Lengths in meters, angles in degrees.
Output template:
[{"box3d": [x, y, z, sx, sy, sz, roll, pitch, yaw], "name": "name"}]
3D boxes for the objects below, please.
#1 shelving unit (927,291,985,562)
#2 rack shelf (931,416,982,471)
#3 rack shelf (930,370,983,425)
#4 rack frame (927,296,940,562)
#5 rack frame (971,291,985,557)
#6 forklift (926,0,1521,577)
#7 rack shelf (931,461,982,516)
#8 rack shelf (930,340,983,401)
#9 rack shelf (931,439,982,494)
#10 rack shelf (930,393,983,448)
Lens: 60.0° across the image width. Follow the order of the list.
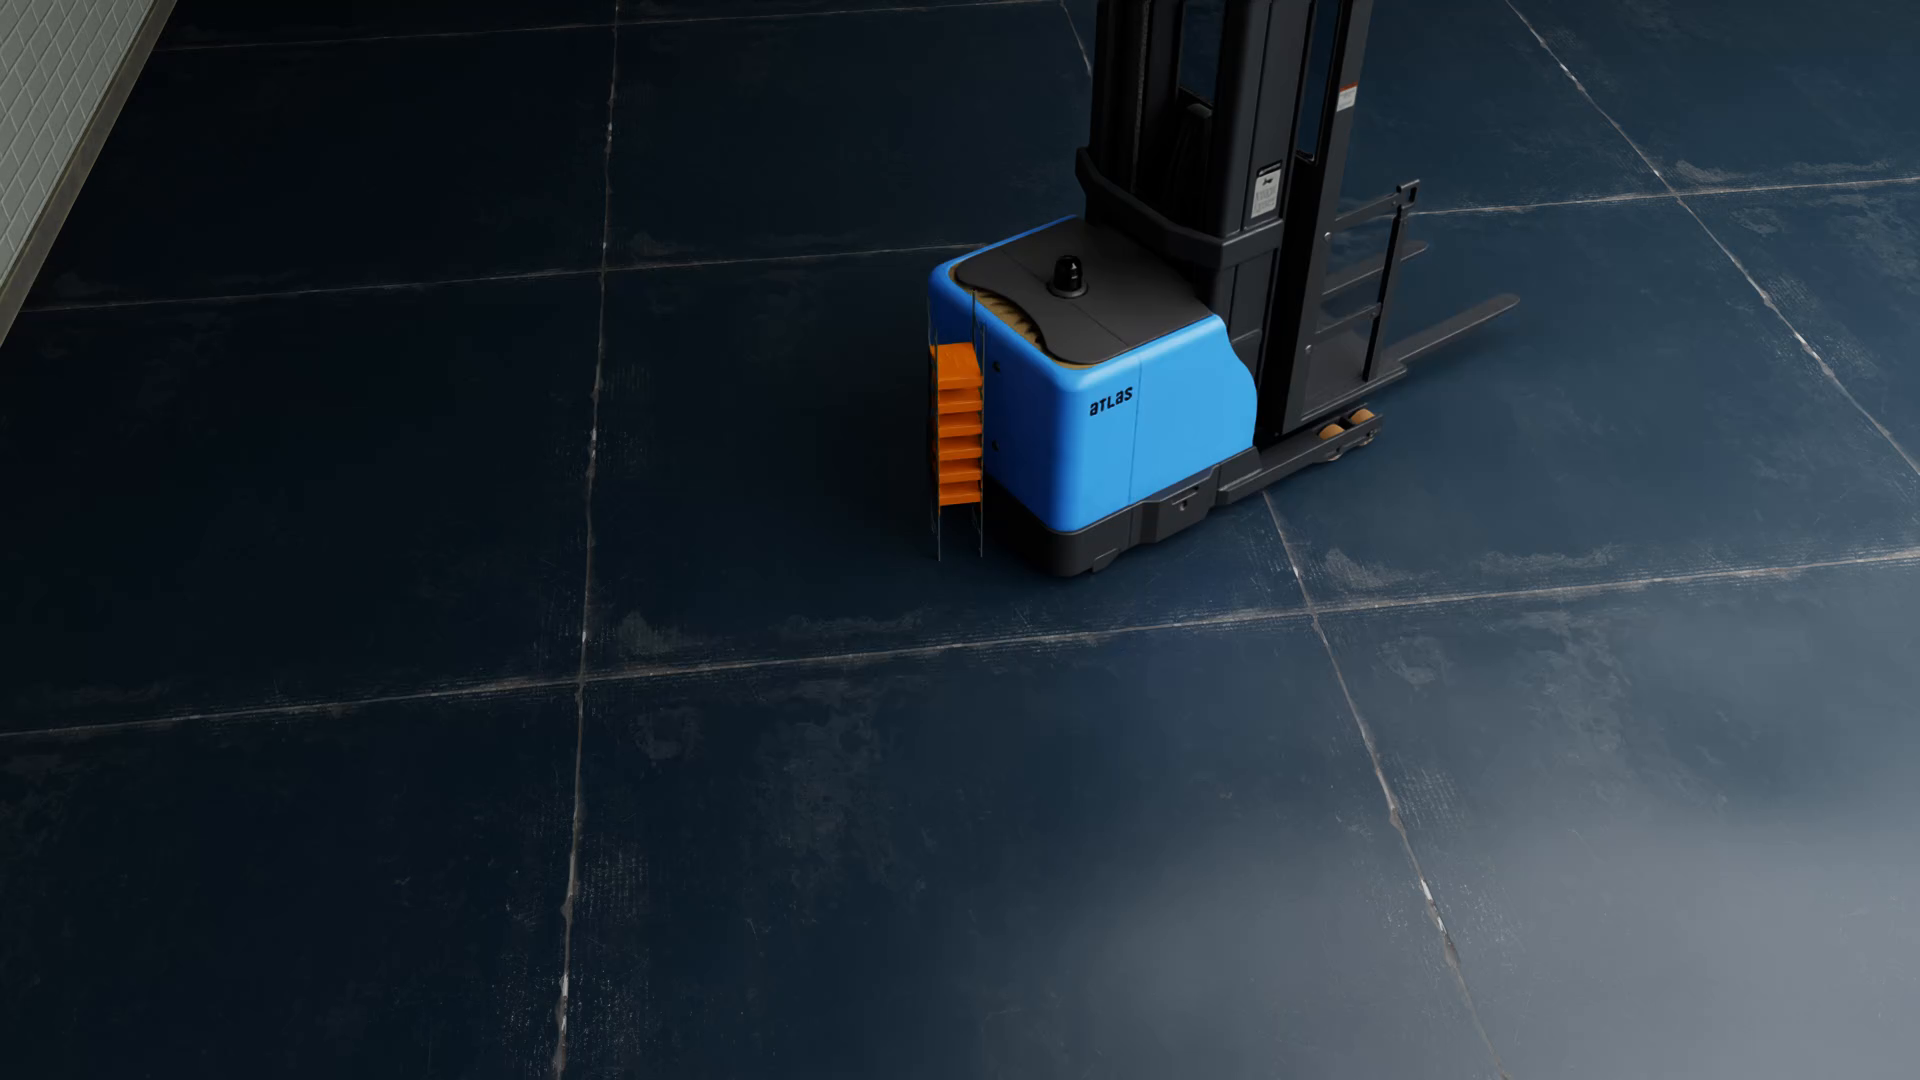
[{"box3d": [-0.018, -0.443, 6.844, 0.189, 1.200, 0.258, -6, 42, -7], "name": "shelving unit"}, {"box3d": [-0.018, -0.410, 6.874, 0.180, 0.103, 0.258, -6, 42, -7], "name": "rack shelf"}, {"box3d": [-0.018, -0.588, 6.714, 0.180, 0.103, 0.258, -6, 42, -7], "name": "rack shelf"}, {"box3d": [-0.108, -0.433, 6.833, 0.006, 1.200, 0.240, -6, 42, -7], "name": "rack frame"}, {"box3d": [0.073, -0.453, 6.855, 0.006, 1.200, 0.240, -6, 42, -7], "name": "rack frame"}, {"box3d": [1.350, -1.720, 6.969, 3.031, 2.935, 1.130, -25, 48, -25], "name": "forklift"}, {"box3d": [-0.018, -0.231, 7.034, 0.180, 0.103, 0.258, -6, 42, -7], "name": "rack shelf"}, {"box3d": [-0.018, -0.678, 6.634, 0.180, 0.103, 0.258, -6, 42, -7], "name": "rack shelf"}, {"box3d": [-0.018, -0.320, 6.954, 0.180, 0.103, 0.258, -6, 42, -7], "name": "rack shelf"}, {"box3d": [-0.018, -0.499, 6.794, 0.180, 0.103, 0.258, -6, 42, -7], "name": "rack shelf"}]
